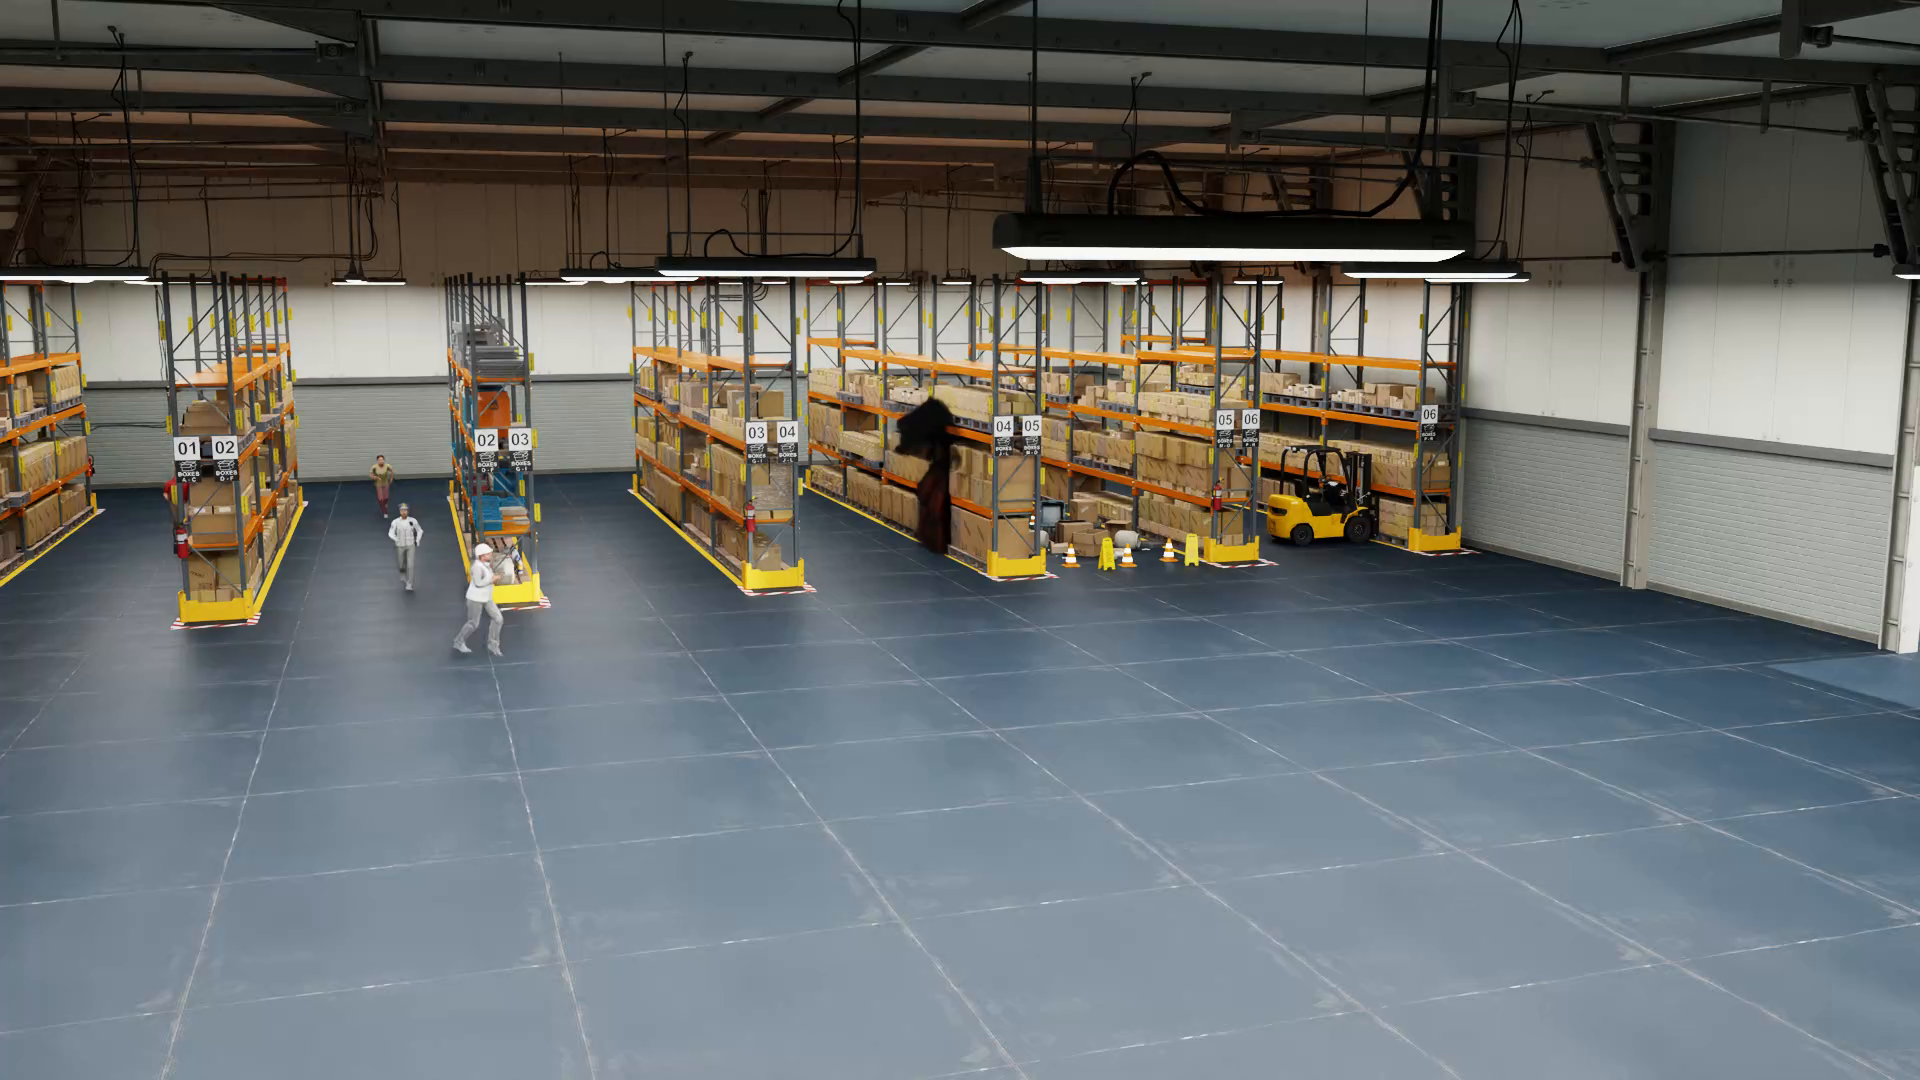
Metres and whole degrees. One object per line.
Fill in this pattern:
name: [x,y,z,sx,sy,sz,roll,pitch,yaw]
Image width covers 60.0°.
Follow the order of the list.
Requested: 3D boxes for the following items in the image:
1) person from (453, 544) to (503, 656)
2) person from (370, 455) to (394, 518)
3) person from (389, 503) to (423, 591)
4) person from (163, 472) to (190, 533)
person: [-7.529,0.964,25.971,0.859,1.838,0.639,1,9,8]
person: [-14.536,-1.353,41.848,0.571,1.595,0.679,-3,9,-19]
person: [-10.611,0.110,31.883,0.622,1.663,0.717,-3,9,-16]
person: [-17.606,-0.768,37.540,0.651,1.709,0.893,-4,9,-23]
